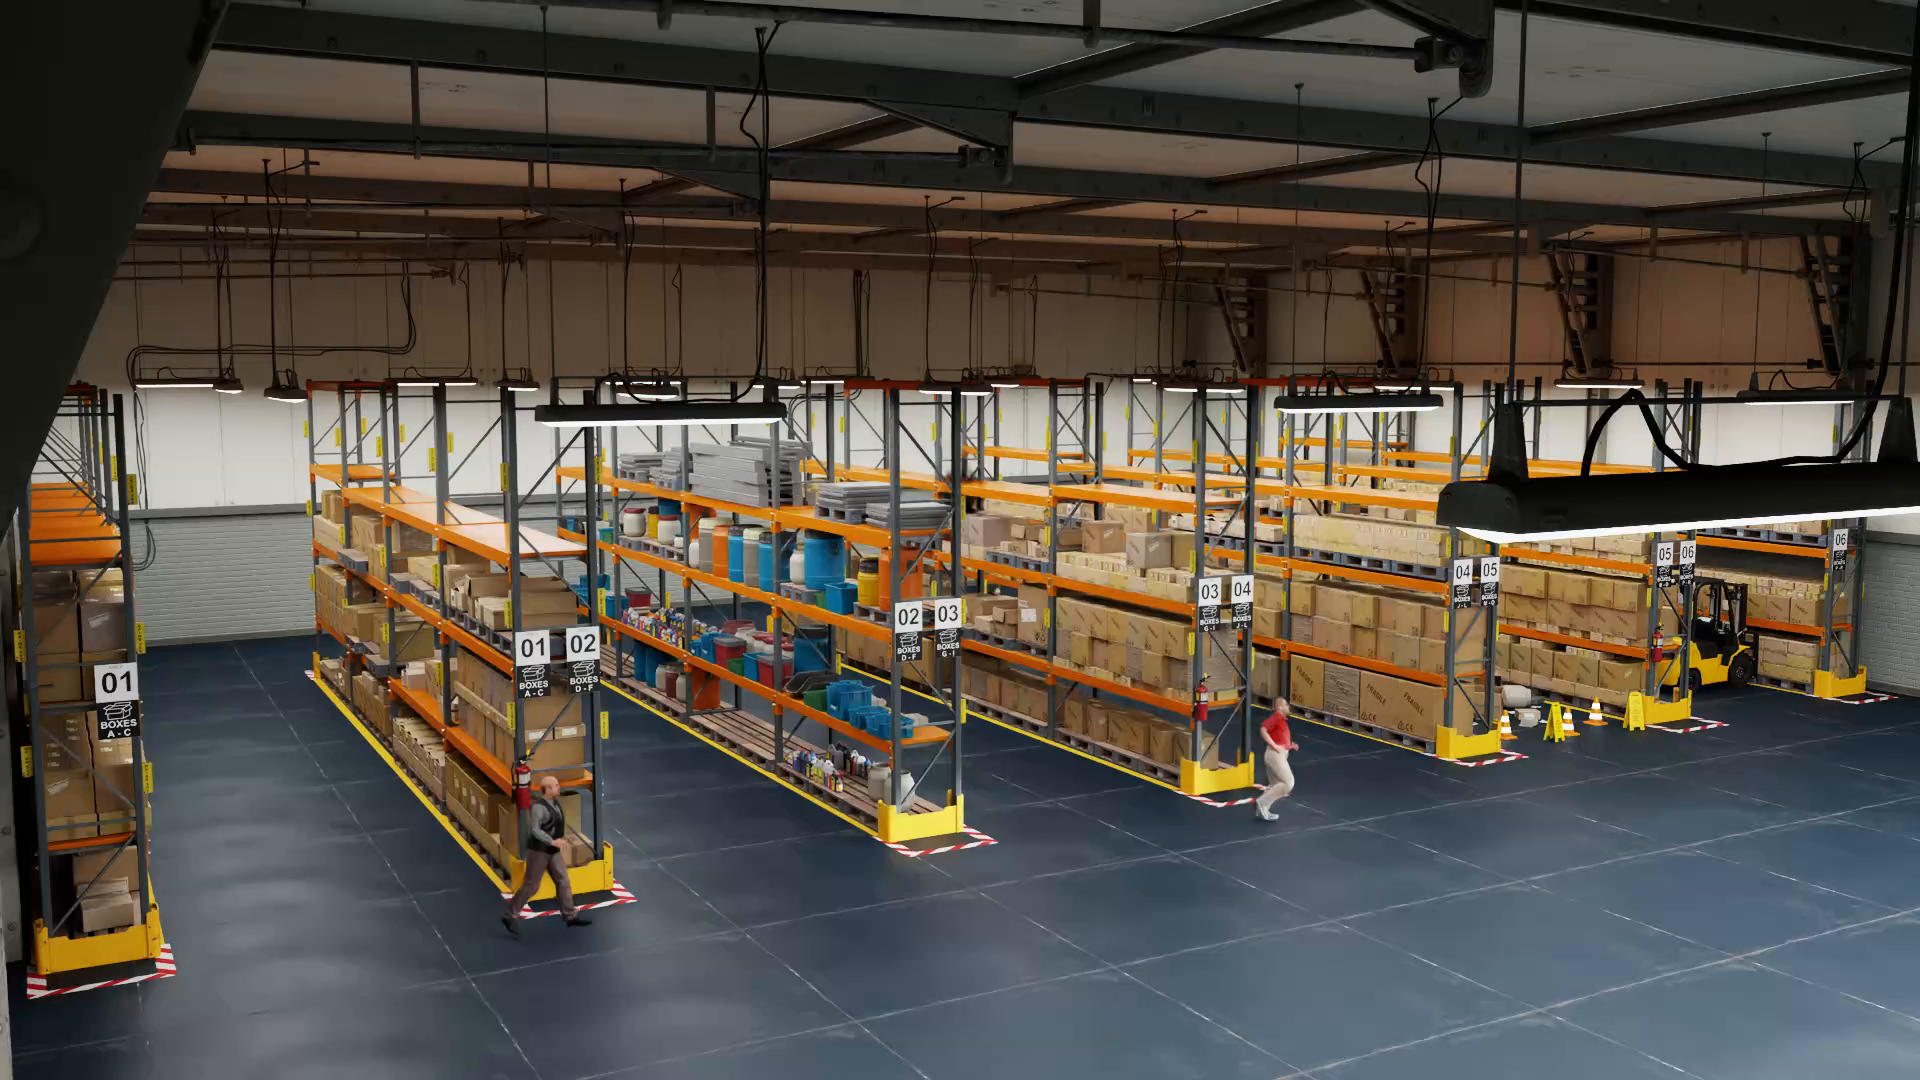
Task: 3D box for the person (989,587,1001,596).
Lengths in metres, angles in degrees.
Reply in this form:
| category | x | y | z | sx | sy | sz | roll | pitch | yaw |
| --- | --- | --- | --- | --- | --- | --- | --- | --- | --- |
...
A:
| category | x | y | z | sx | sy | sz | roll | pitch | yaw |
| --- | --- | --- | --- | --- | --- | --- | --- | --- | --- |
| person | 0.761 | 1.826 | 34.230 | 0.640 | 1.736 | 0.596 | -4 | 7 | -32 |

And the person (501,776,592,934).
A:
| category | x | y | z | sx | sy | sz | roll | pitch | yaw |
| --- | --- | --- | --- | --- | --- | --- | --- | --- | --- |
| person | -4.572 | 3.479 | 18.538 | 0.984 | 1.693 | 0.699 | 1 | 6 | 9 |

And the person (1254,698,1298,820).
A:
| category | x | y | z | sx | sy | sz | roll | pitch | yaw |
| --- | --- | --- | --- | --- | --- | --- | --- | --- | --- |
| person | 4.424 | 3.038 | 23.208 | 0.574 | 1.643 | 0.738 | 1 | 6 | 12 |
